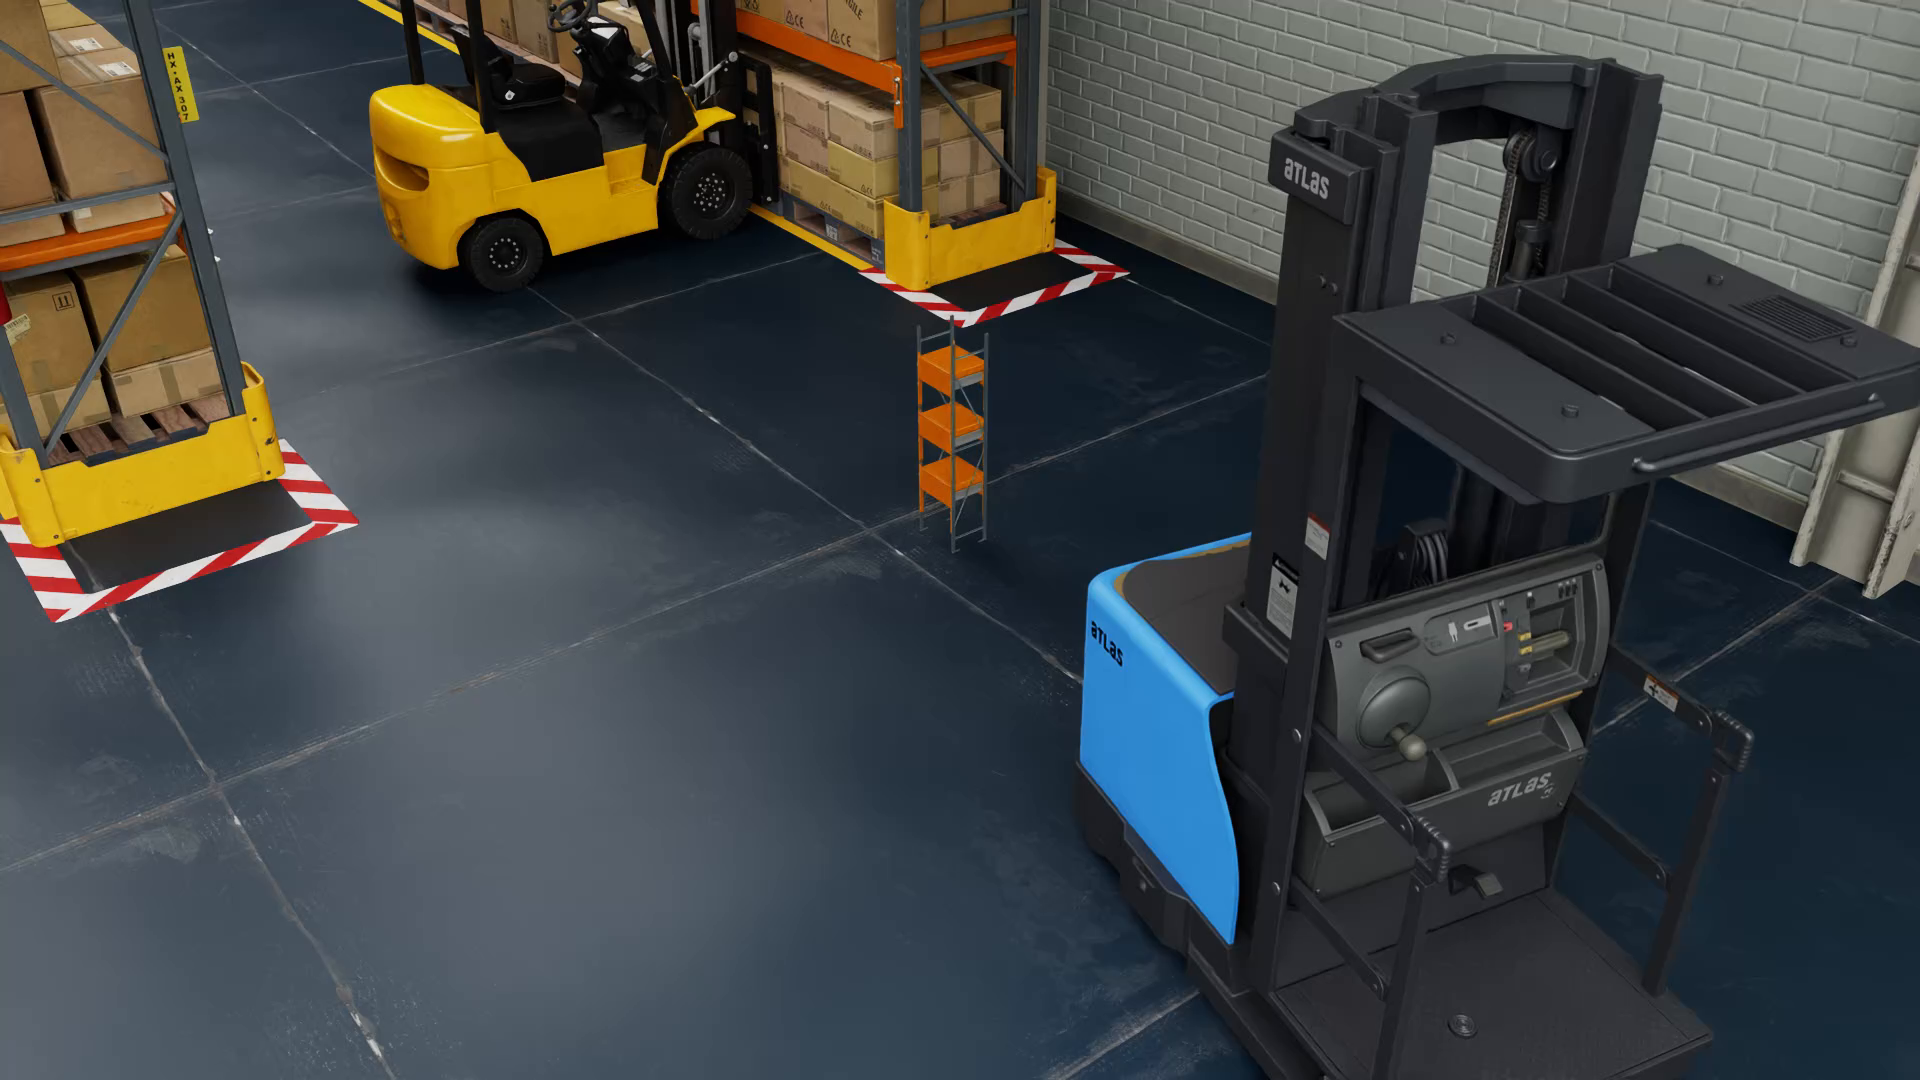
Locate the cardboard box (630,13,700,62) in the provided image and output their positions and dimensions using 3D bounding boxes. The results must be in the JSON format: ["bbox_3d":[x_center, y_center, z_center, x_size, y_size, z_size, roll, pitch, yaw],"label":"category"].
[{"bbox_3d":[-2.039,-3.644,12.034,0.500,0.250,0.500,-22,38,-31],"label":"cardboard box"}]

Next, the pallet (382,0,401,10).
[{"bbox_3d":[-5.274,-5.534,16.460,1.003,0.211,1.213,-22,38,-31],"label":"pallet"}]

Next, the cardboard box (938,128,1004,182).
[{"bbox_3d":[-0.065,-2.547,10.742,0.500,0.250,0.500,-21,38,-31],"label":"cardboard box"}]

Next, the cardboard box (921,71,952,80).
[{"bbox_3d":[-0.395,-2.965,10.941,0.500,0.250,0.500,-22,38,-31],"label":"cardboard box"}]

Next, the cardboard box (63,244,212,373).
[{"bbox_3d":[-4.151,-1.218,8.365,0.500,0.500,0.500,-24,39,-33],"label":"cardboard box"}]

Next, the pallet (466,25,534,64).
[{"bbox_3d":[-3.629,-4.347,14.549,1.003,0.211,1.213,-22,38,-31],"label":"pallet"}]

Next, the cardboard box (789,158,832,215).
[{"bbox_3d":[-0.776,-2.375,10.940,0.500,0.250,0.500,-22,38,-31],"label":"cardboard box"}]

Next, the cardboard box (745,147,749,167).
[{"bbox_3d":[-1.412,-2.796,11.617,0.500,0.250,0.500,-21,38,-30],"label":"cardboard box"}]

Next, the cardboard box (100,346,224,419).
[{"bbox_3d":[-4.136,-0.890,8.547,0.500,0.250,0.500,-23,38,-32],"label":"cardboard box"}]

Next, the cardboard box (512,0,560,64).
[{"bbox_3d":[-3.192,-4.438,13.904,0.875,0.625,0.625,-23,38,-32],"label":"cardboard box"}]

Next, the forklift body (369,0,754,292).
[{"bbox_3d":[-2.545,-2.901,10.382,2.313,2.155,1.214,-22,38,-31],"label":"forklift body"}]

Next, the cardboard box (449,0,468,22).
[{"bbox_3d":[-4.068,-5.031,14.860,0.875,0.625,0.625,-21,37,-30],"label":"cardboard box"}]

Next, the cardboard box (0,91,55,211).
[{"bbox_3d":[-4.410,-1.760,7.363,0.500,0.500,0.500,-23,39,-32],"label":"cardboard box"}]

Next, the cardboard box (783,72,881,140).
[{"bbox_3d":[-0.787,-2.798,10.673,0.500,0.250,0.500,-22,38,-31],"label":"cardboard box"}]

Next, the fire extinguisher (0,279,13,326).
[{"bbox_3d":[-4.153,-1.224,6.951,0.296,0.674,0.183,-22,38,-31],"label":"fire extinguisher"}]

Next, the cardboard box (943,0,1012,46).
[{"bbox_3d":[-0.025,-3.400,10.286,0.500,0.500,0.500,-21,37,-30],"label":"cardboard box"}]

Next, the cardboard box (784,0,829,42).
[{"bbox_3d":[-0.761,-3.443,10.356,0.500,0.500,0.500,-21,38,-30],"label":"cardboard box"}]

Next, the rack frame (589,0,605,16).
[{"bbox_3d":[-2.394,-4.728,12.520,1.000,3.000,0.127,-22,38,-31],"label":"rack frame"}]

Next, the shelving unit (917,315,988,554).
[{"bbox_3d":[-0.033,-0.468,7.509,0.215,1.050,0.252,-22,38,-31],"label":"shelving unit"}]

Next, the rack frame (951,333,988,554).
[{"bbox_3d":[0.042,-0.417,7.427,0.200,1.050,0.008,-22,38,-31],"label":"rack frame"}]

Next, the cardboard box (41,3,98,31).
[{"bbox_3d":[-4.564,-2.336,8.292,0.500,0.500,0.500,-23,39,-32],"label":"cardboard box"}]

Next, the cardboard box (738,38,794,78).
[{"bbox_3d":[-1.409,-3.219,11.350,0.500,0.250,0.500,-23,39,-32],"label":"cardboard box"}]

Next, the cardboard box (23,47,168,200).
[{"bbox_3d":[-3.931,-1.910,7.605,0.500,0.500,0.500,-23,39,-32],"label":"cardboard box"}]

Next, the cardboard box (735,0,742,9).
[{"bbox_3d":[-1.392,-3.862,11.031,0.500,0.500,0.500,-22,38,-31],"label":"cardboard box"}]

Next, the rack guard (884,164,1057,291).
[{"bbox_3d":[0.074,-1.989,10.479,1.175,0.500,0.348,-22,38,-31],"label":"rack guard"}]

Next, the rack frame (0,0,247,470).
[{"bbox_3d":[-3.859,-1.454,7.247,1.000,3.000,0.127,-22,38,-31],"label":"rack frame"}]

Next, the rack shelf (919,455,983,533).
[{"bbox_3d":[-0.033,-0.223,7.661,0.215,0.259,0.240,-22,38,-31],"label":"rack shelf"}]

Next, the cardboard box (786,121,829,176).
[{"bbox_3d":[-0.785,-2.598,10.824,0.500,0.250,0.500,-23,38,-32],"label":"cardboard box"}]

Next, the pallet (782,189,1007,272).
[{"bbox_3d":[-0.443,-2.182,11.063,1.003,0.211,1.213,-22,38,-31],"label":"pallet"}]

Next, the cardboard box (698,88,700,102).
[{"bbox_3d":[-1.731,-3.227,11.837,0.500,0.250,0.500,-23,38,-32],"label":"cardboard box"}]

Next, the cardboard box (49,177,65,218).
[{"bbox_3d":[-4.070,-1.656,7.811,0.380,0.149,0.250,-22,38,-31],"label":"cardboard box"}]

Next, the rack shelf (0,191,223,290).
[{"bbox_3d":[-5.086,-1.982,8.779,1.077,0.370,4.000,-22,38,-31],"label":"rack shelf"}]

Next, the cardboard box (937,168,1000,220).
[{"bbox_3d":[-0.088,-2.339,10.882,0.500,0.250,0.500,-22,38,-31],"label":"cardboard box"}]

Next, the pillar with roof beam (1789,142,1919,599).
[{"bbox_3d":[0.623,-2.298,2.921,9.100,9.000,0.400,-22,38,-31],"label":"pillar with roof beam"}]

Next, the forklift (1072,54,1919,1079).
[{"bbox_3d":[1.487,0.376,4.366,1.130,2.935,3.031,-14,34,-21],"label":"forklift"}]
